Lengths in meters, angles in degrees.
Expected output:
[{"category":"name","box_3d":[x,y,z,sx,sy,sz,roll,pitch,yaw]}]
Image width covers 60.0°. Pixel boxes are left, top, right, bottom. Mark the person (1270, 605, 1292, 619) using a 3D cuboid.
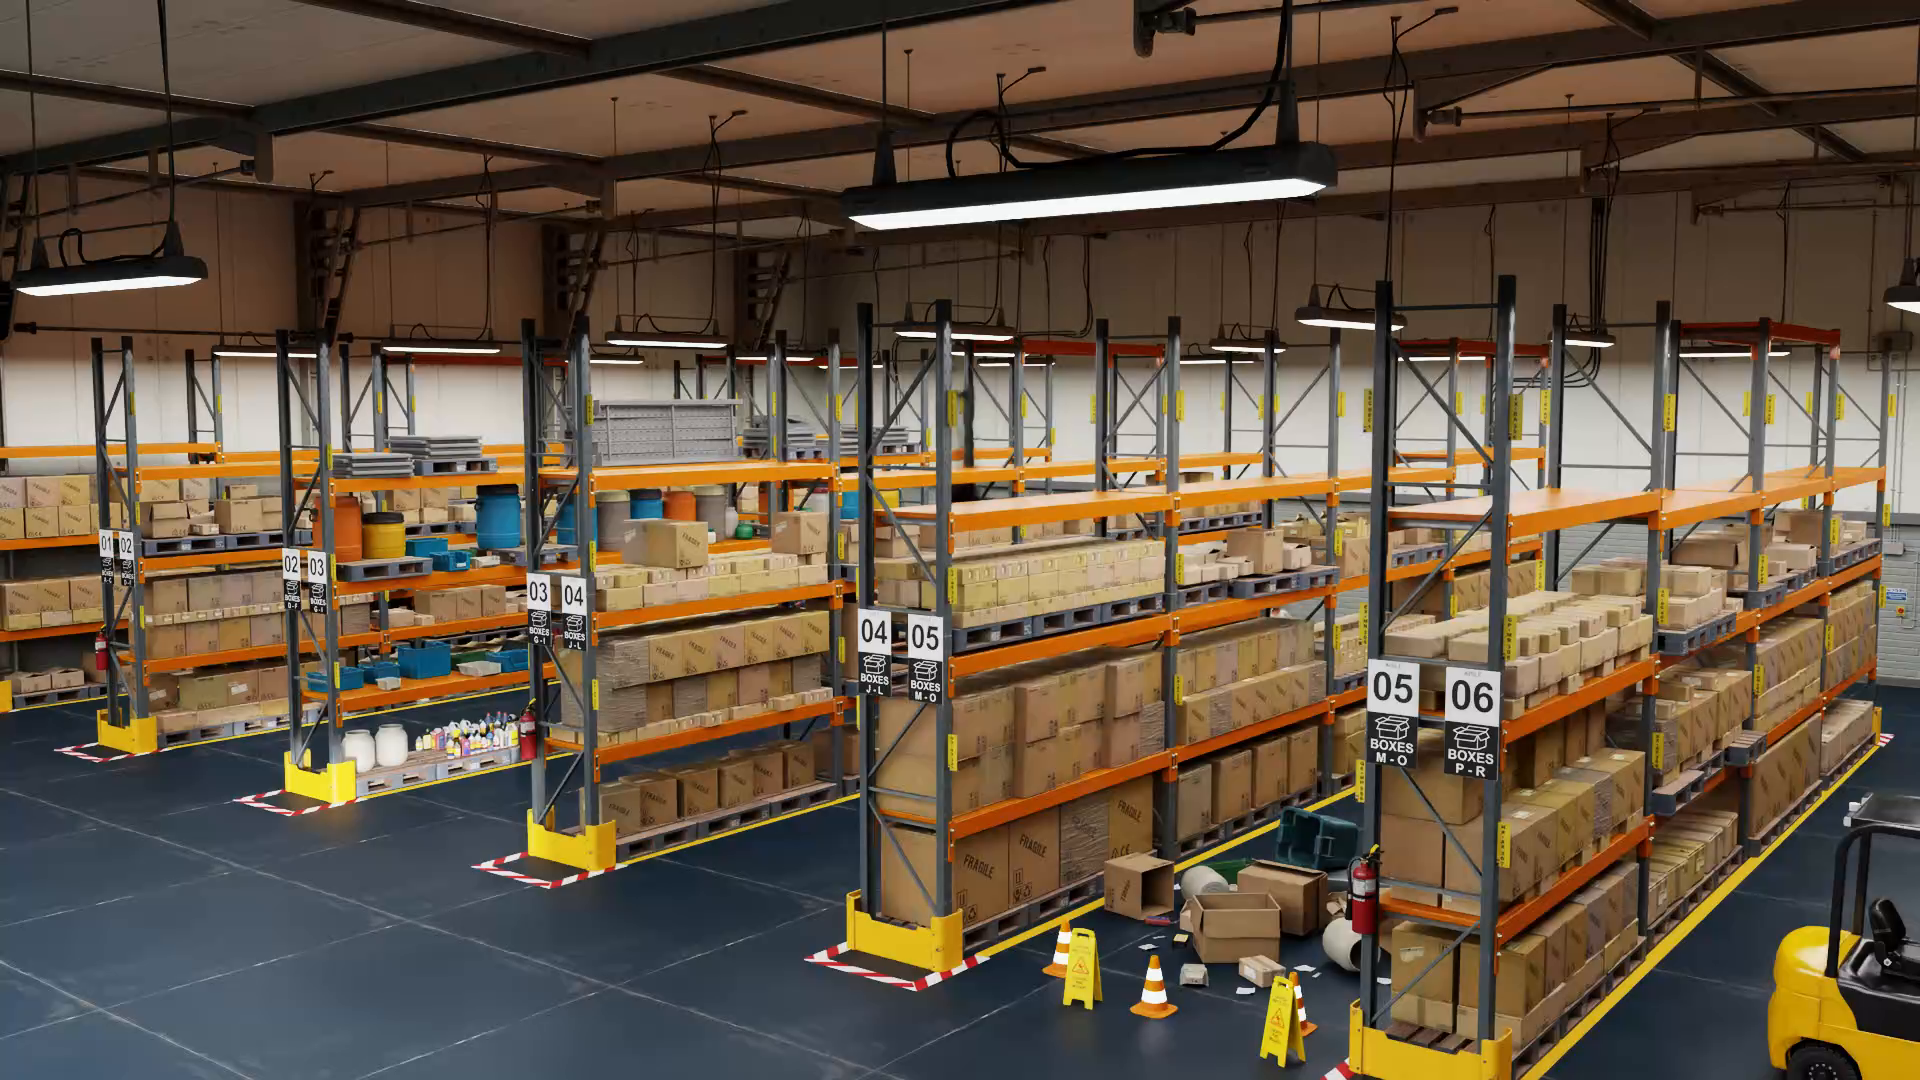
[{"category":"person","box_3d":[5.341,1.815,28.287,0.644,1.822,0.741,2,5,25]}]
